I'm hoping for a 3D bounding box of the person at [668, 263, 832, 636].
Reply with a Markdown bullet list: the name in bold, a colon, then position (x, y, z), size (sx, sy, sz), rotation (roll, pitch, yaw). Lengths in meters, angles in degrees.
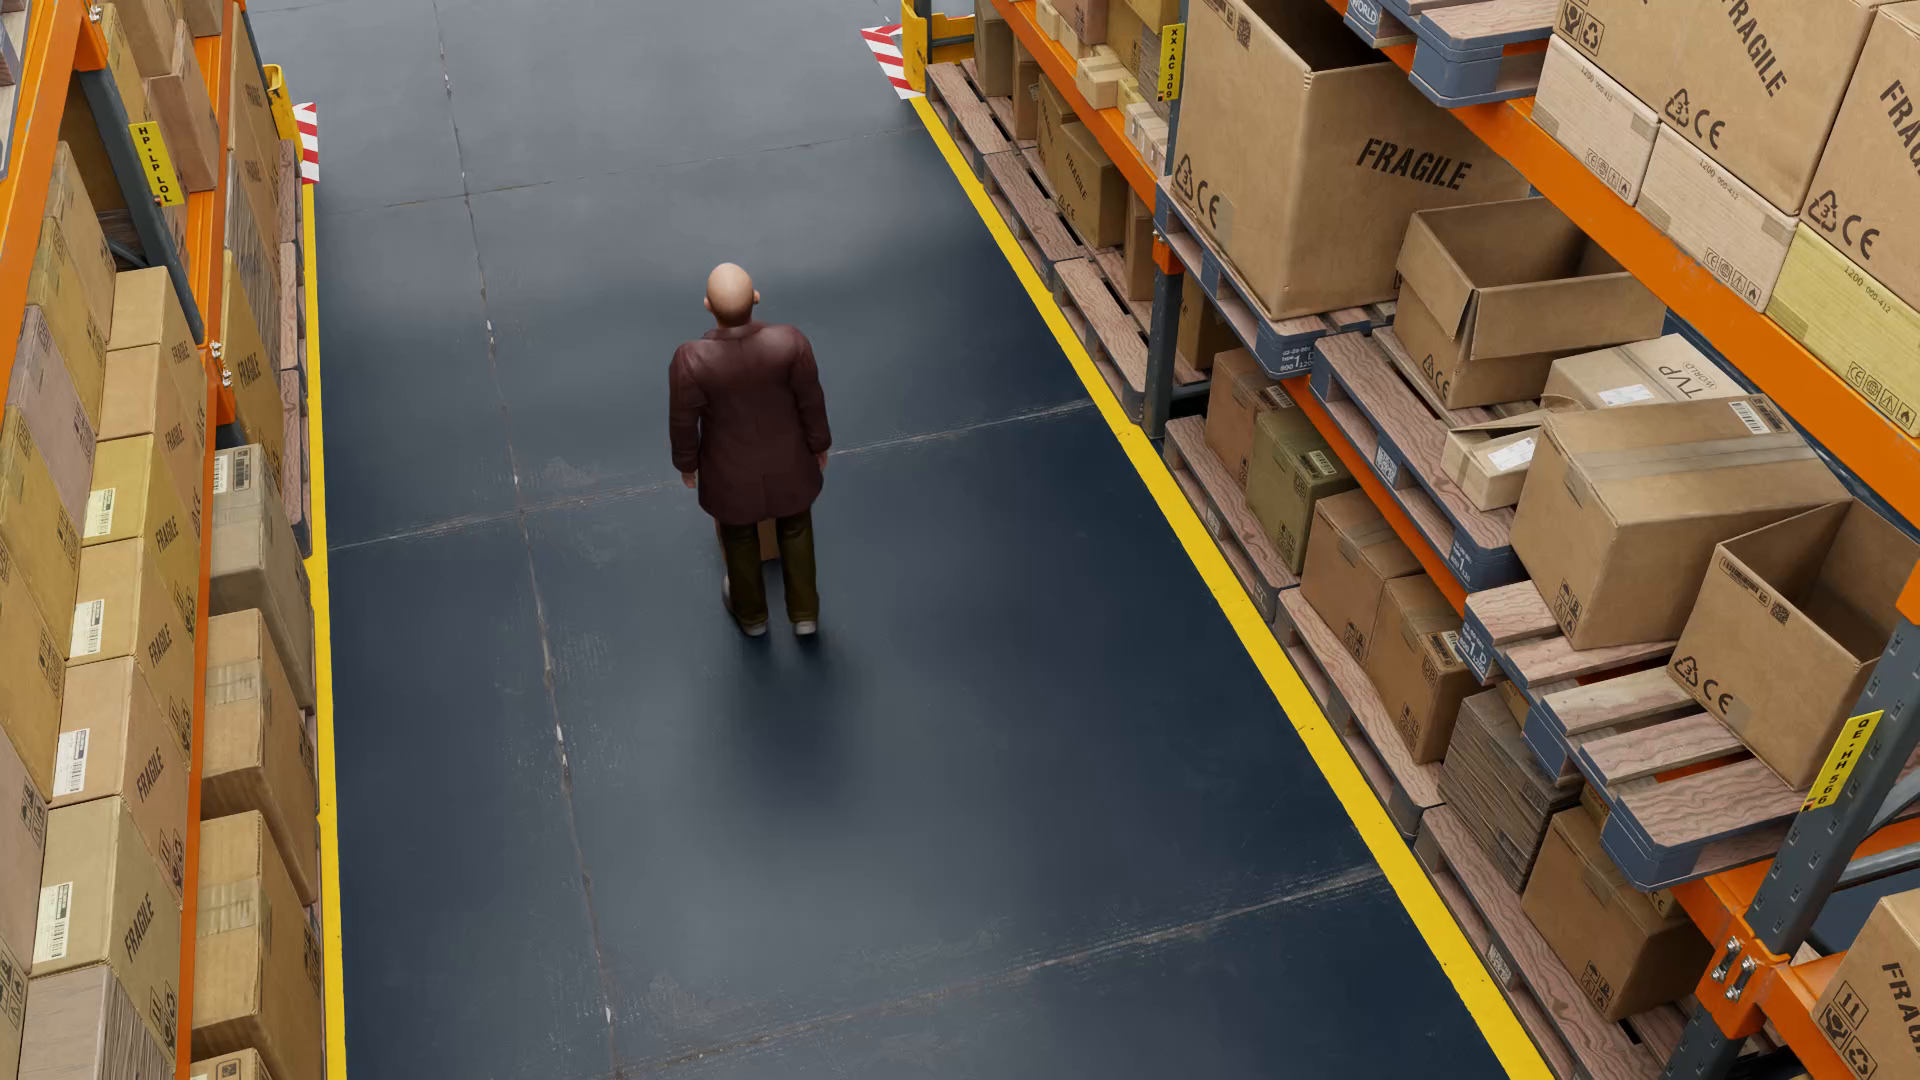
- **person**: position (-0.823, -0.336, 6.564), size (0.623, 1.848, 0.446), rotation (-11, 43, -12)
